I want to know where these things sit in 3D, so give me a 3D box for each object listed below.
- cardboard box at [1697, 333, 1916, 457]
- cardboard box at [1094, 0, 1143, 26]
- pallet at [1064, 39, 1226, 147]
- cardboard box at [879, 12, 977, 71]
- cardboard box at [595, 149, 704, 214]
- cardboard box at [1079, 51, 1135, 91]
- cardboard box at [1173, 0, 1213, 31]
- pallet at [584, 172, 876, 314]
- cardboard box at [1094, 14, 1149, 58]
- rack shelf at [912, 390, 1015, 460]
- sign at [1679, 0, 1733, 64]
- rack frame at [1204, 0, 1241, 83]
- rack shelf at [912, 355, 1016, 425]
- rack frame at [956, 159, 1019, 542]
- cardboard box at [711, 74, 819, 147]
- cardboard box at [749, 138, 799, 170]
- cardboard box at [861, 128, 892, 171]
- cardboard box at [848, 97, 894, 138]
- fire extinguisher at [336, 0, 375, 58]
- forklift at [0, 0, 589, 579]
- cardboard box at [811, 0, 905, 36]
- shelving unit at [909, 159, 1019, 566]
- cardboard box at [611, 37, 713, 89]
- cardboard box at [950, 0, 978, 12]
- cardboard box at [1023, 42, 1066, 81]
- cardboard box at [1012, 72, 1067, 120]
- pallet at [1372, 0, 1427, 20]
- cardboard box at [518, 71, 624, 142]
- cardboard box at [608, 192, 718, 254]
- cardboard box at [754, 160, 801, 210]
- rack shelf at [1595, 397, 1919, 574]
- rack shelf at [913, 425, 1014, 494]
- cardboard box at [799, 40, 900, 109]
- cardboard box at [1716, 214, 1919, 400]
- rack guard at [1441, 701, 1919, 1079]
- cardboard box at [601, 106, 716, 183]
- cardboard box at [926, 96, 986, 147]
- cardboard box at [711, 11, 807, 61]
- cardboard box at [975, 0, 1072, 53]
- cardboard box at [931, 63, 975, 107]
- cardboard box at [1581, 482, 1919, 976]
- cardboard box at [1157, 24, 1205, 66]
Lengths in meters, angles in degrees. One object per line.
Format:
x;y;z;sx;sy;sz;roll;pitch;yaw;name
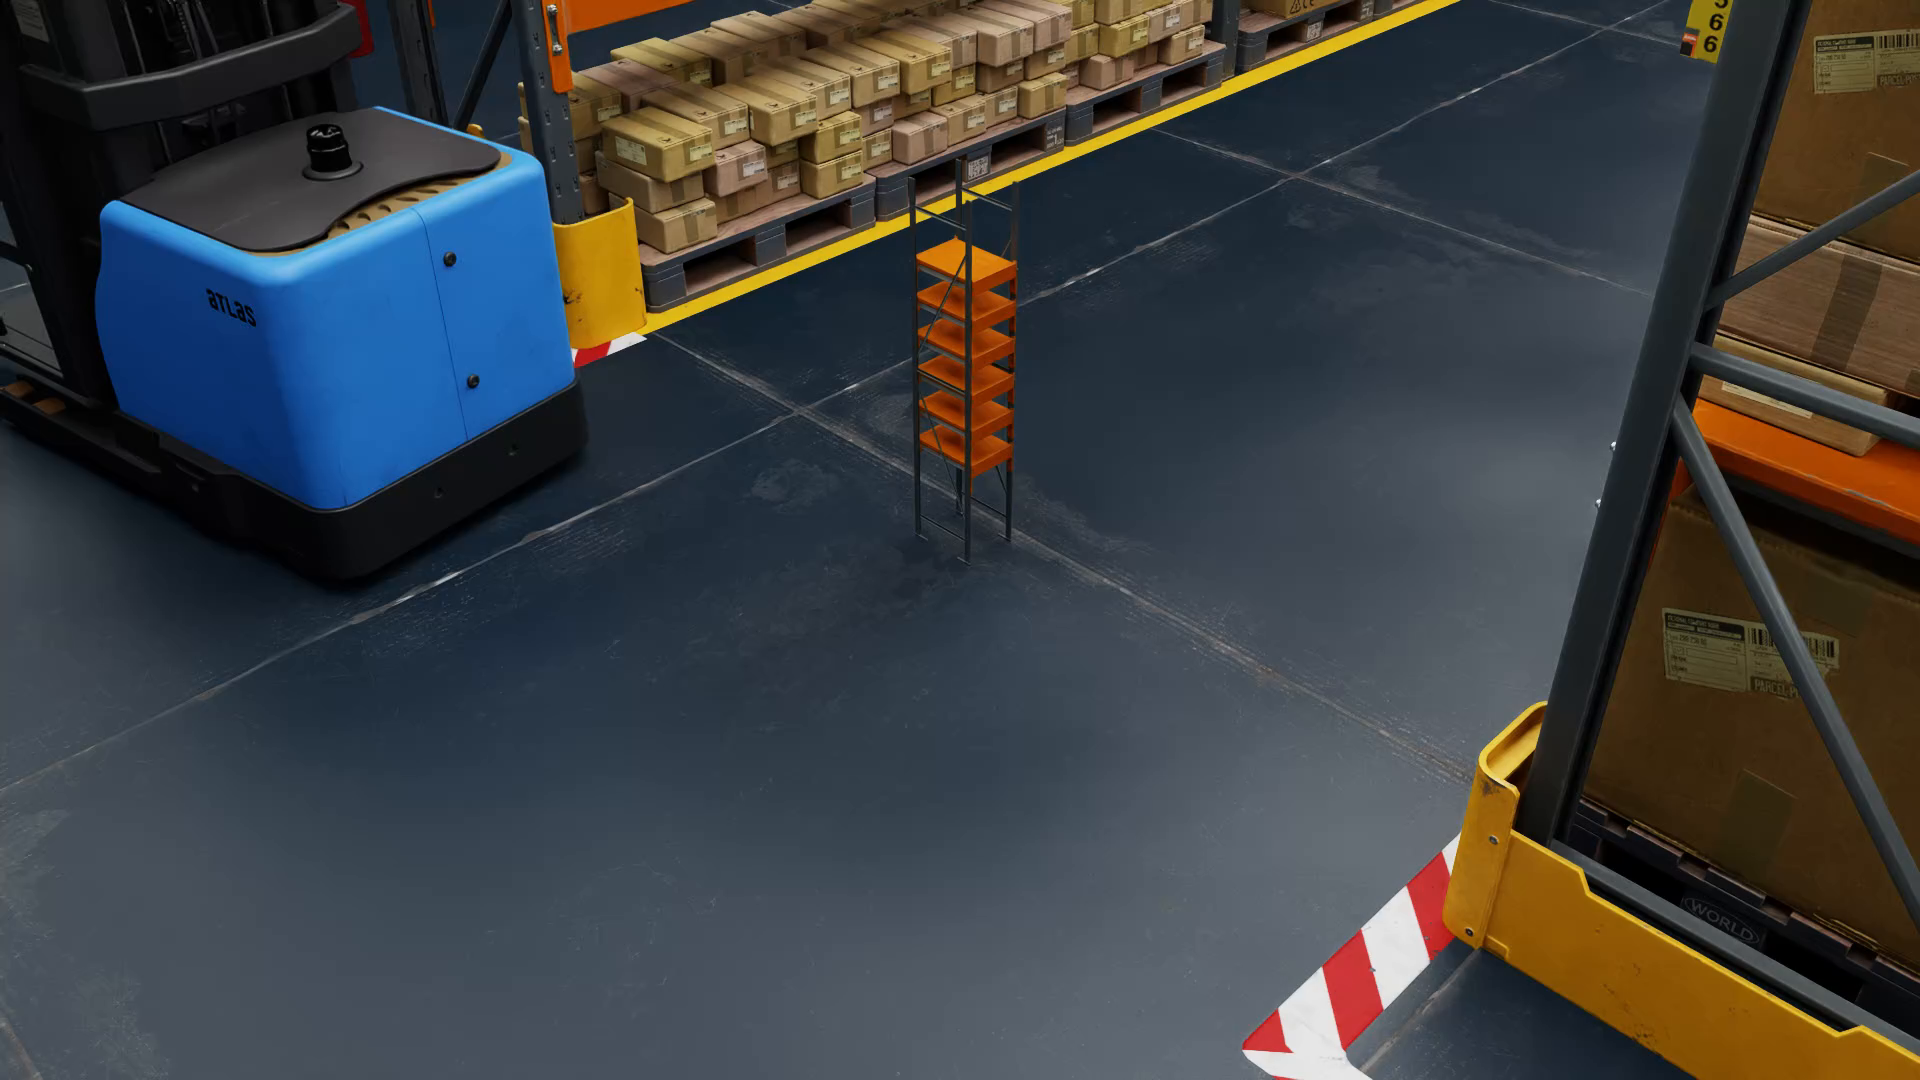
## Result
1.689;-0.343;3.339;0.250;0.149;0.380;-29;44;-35;cardboard box
0.653;-2.606;7.970;0.380;0.149;0.250;29;44;35;cardboard box
0.593;-2.402;8.509;1.003;0.211;1.213;30;45;35;pallet
-0.144;-2.214;7.407;0.380;0.149;0.250;30;45;35;cardboard box
-1.226;-1.443;6.561;0.250;0.149;0.380;-28;44;-34;cardboard box
0.624;-2.334;8.099;0.380;0.149;0.250;28;44;34;cardboard box
1.045;-2.701;8.366;0.250;0.149;0.380;-29;44;-35;cardboard box
-1.126;-1.411;7.089;1.003;0.211;1.213;30;45;35;pallet
0.687;-2.470;8.035;0.380;0.149;0.250;28;44;34;cardboard box
0.010;-0.363;5.009;0.258;0.103;0.180;30;45;35;rack shelf
1.296;-0.965;2.792;0.100;0.325;0.005;30;45;35;sign
1.041;-3.832;8.123;1.000;3.000;0.127;30;45;35;rack frame
0.010;-0.462;4.941;0.258;0.103;0.180;30;45;35;rack shelf
0.075;-0.535;4.968;0.240;1.200;0.006;30;45;35;rack frame
-0.789;-1.742;6.731;0.380;0.149;0.250;29;44;35;cardboard box
-0.883;-1.666;6.882;0.250;0.149;0.380;-29;44;-35;cardboard box
-0.514;-1.739;7.247;0.380;0.149;0.250;30;45;35;cardboard box
-0.506;-1.872;7.178;0.380;0.149;0.250;27;43;33;cardboard box
-2.282;-2.108;6.043;0.296;0.674;0.183;30;45;35;fire extinguisher
-2.748;-1.749;5.195;3.031;2.935;1.130;22;41;28;forklift
-0.468;-2.399;7.672;0.250;0.149;0.380;-30;45;-35;cardboard box
0.010;-0.498;4.915;0.258;1.200;0.189;30;45;35;shelving unit
-1.274;-2.008;7.112;0.380;0.149;0.250;29;44;34;cardboard box
-0.133;-2.627;7.999;0.250;0.149;0.380;-29;44;-35;cardboard box
0.275;-2.297;7.786;0.250;0.149;0.380;-29;44;-35;cardboard box
0.278;-2.118;7.790;0.380;0.149;0.250;29;44;35;cardboard box
2.448;-3.503;10.088;1.003;0.211;1.213;30;45;35;pallet
-1.584;-1.772;6.774;0.250;0.149;0.380;-29;44;-35;cardboard box
-1.181;-1.295;6.610;0.250;0.149;0.380;-29;44;-35;cardboard box
-0.884;-1.538;6.958;0.250;0.149;0.380;-29;44;-35;cardboard box
3.081;-0.685;4.239;1.077;0.370;4.000;30;45;35;rack shelf
0.010;-0.265;5.078;0.258;0.103;0.180;30;45;35;rack shelf
-0.471;-1.985;7.079;0.250;0.149;0.380;-28;44;-34;cardboard box
1.825;-0.533;3.263;0.500;0.250;0.500;29;44;35;cardboard box
1.655;0.867;3.570;1.175;0.500;0.348;30;45;35;rack guard
-1.167;-1.531;6.428;0.380;0.149;0.250;27;43;33;cardboard box
-0.100;-1.928;7.518;0.380;0.149;0.250;30;45;35;cardboard box
-0.897;-2.219;7.414;0.250;0.149;0.380;-28;44;-34;cardboard box
0.290;-2.385;7.653;0.380;0.149;0.250;27;43;33;cardboard box
-0.147;-2.105;7.511;0.250;0.149;0.380;-28;43;-34;cardboard box
2.066;0.239;3.776;0.875;0.875;0.875;30;45;35;cardboard box
1.007;-2.539;8.393;0.250;0.149;0.380;-29;44;-35;cardboard box
